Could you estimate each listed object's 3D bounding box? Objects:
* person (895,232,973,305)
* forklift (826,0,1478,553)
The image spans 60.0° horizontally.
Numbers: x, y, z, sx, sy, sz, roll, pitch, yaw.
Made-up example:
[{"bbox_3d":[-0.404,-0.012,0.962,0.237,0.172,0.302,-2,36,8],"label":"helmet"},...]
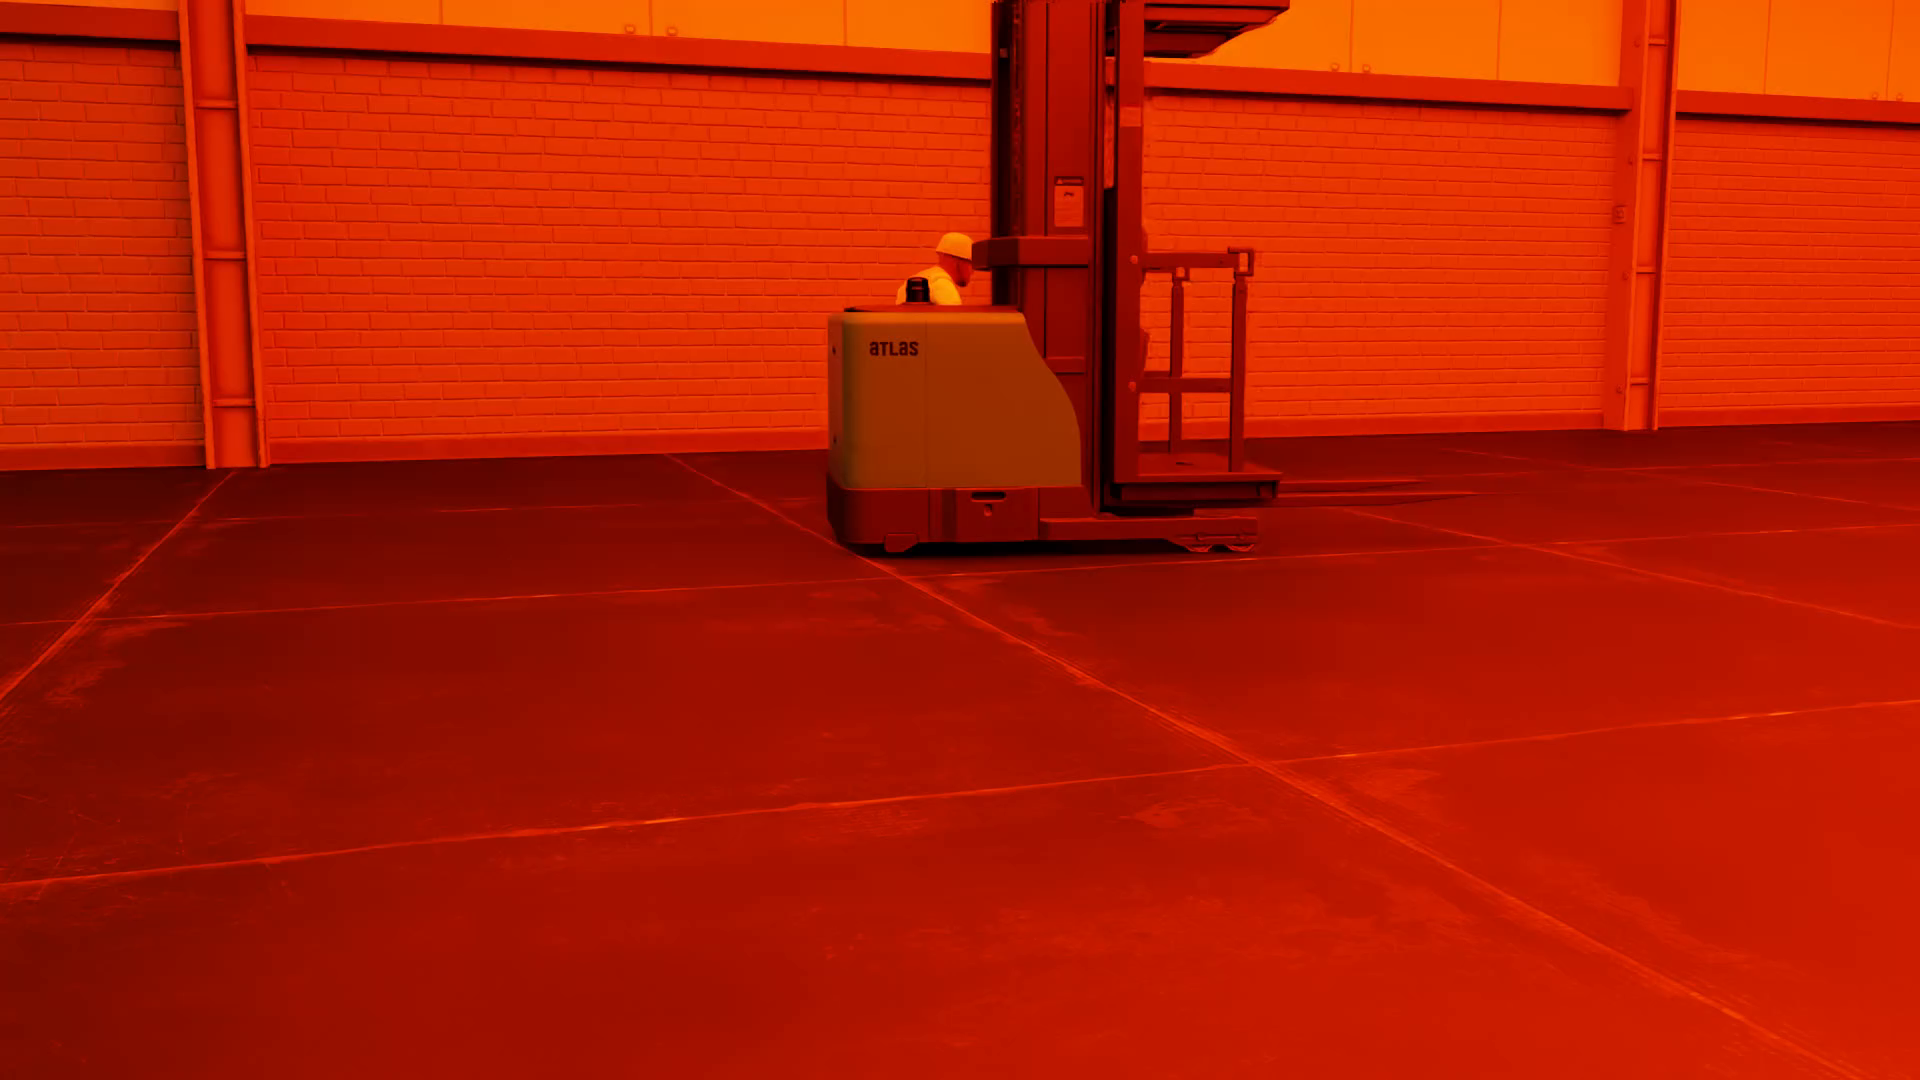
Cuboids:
[{"bbox_3d":[0.025,-0.927,9.149,0.929,1.517,1.089,-5,9,-34],"label":"person"},{"bbox_3d":[0.908,-1.462,7.801,3.031,2.935,1.130,-1,8,-9],"label":"forklift"}]
